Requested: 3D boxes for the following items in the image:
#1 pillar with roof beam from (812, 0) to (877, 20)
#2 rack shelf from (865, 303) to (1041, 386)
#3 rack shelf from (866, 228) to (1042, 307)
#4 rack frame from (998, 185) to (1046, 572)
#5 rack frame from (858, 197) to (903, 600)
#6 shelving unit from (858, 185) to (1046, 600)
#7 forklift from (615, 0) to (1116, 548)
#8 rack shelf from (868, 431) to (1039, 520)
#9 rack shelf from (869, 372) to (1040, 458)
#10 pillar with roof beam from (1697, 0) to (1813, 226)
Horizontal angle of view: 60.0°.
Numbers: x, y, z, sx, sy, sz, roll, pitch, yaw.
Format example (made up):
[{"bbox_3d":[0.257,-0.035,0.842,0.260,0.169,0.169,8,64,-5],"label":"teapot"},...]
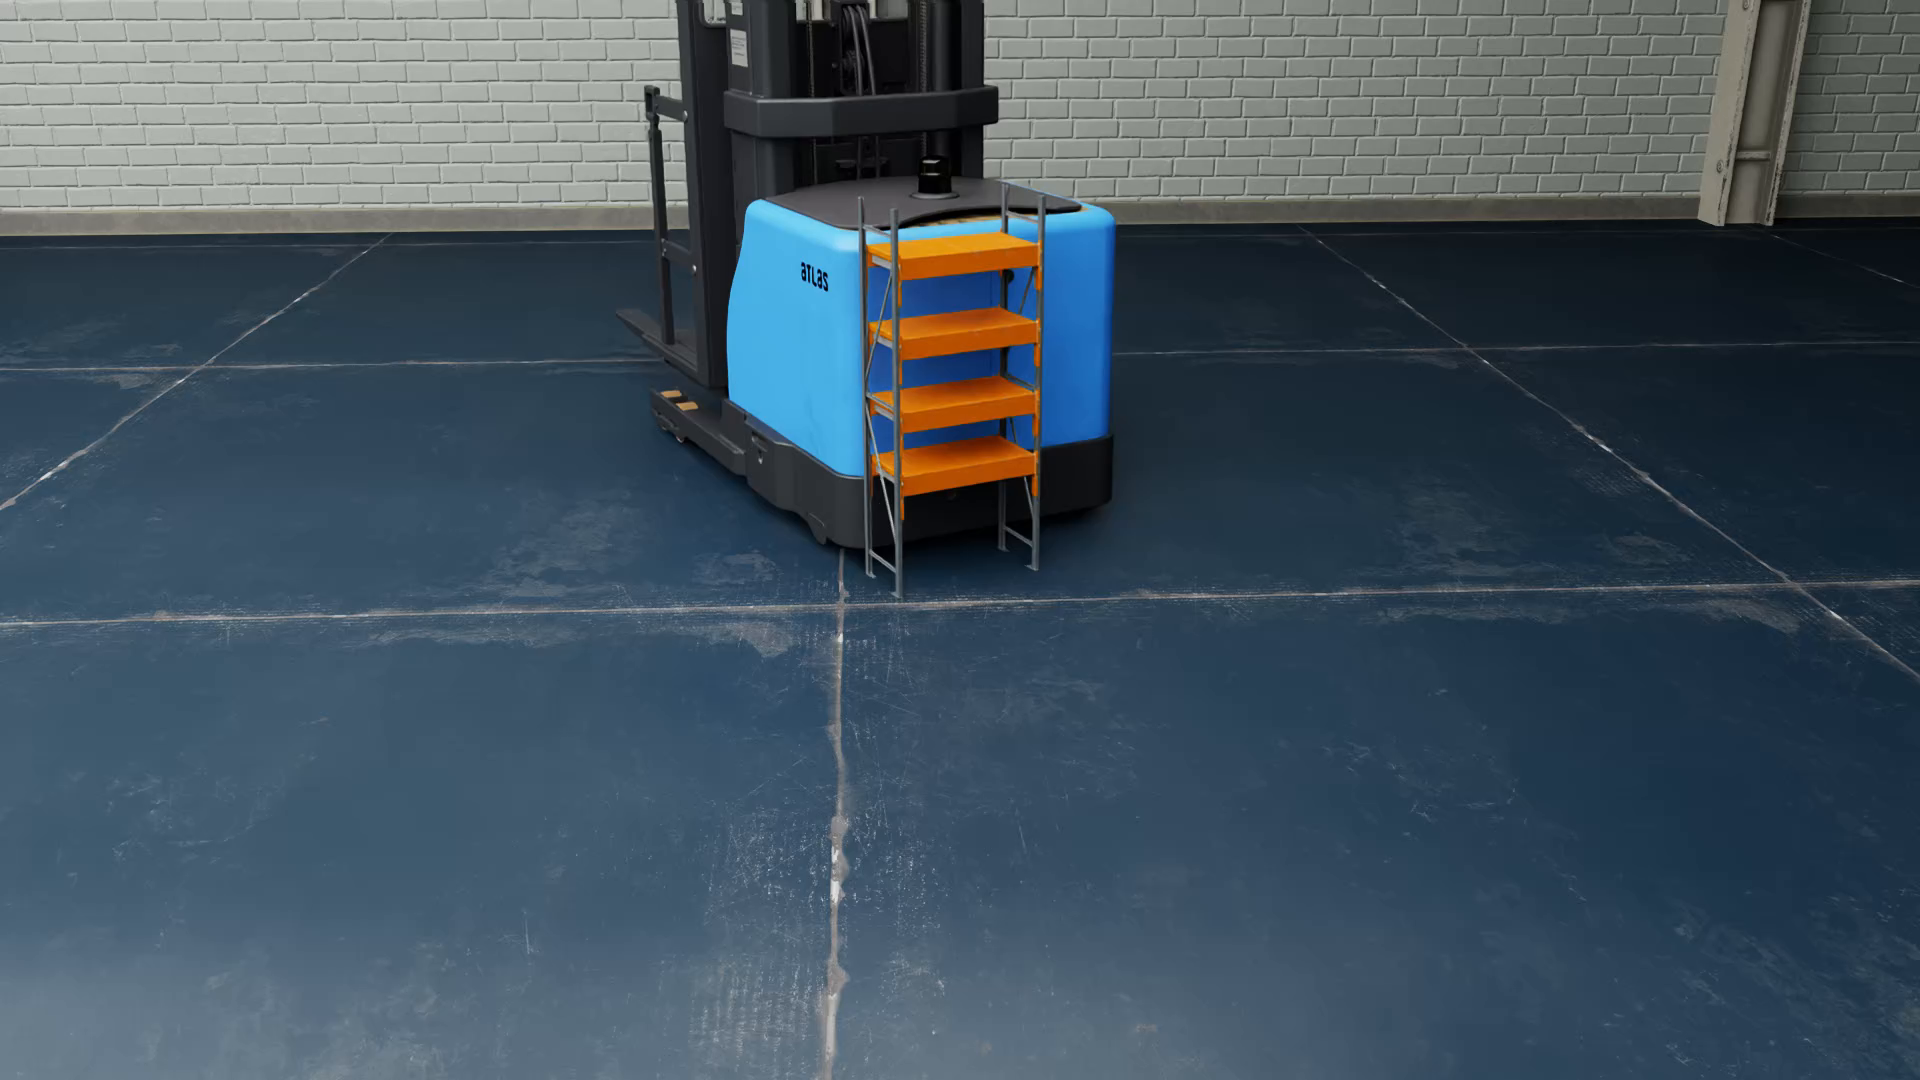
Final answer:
[{"bbox_3d":[-0.479,-4.721,5.372,0.400,9.000,9.100,-1,21,-3],"label":"pillar with roof beam"},{"bbox_3d":[-0.023,-0.602,5.075,0.480,0.148,0.258,-11,23,-26],"label":"rack shelf"},{"bbox_3d":[-0.023,-0.823,4.990,0.480,0.148,0.258,-11,23,-26],"label":"rack shelf"},{"bbox_3d":[0.191,-0.497,5.238,0.015,1.200,0.240,-11,23,-26],"label":"rack frame"},{"bbox_3d":[-0.239,-0.414,5.023,0.015,1.200,0.240,-11,23,-26],"label":"rack frame"},{"bbox_3d":[-0.024,-0.455,5.130,0.503,1.200,0.258,-11,23,-26],"label":"shelving unit"},{"bbox_3d":[-0.611,-1.824,6.292,1.130,2.935,3.031,-11,23,-26],"label":"forklift"},{"bbox_3d":[-0.024,-0.207,5.225,0.480,0.148,0.258,-11,23,-26],"label":"rack shelf"},{"bbox_3d":[-0.024,-0.393,5.154,0.480,0.148,0.258,-11,23,-26],"label":"rack shelf"},{"bbox_3d":[5.511,-4.842,5.693,0.400,9.000,9.100,-1,21,-3],"label":"pillar with roof beam"}]
